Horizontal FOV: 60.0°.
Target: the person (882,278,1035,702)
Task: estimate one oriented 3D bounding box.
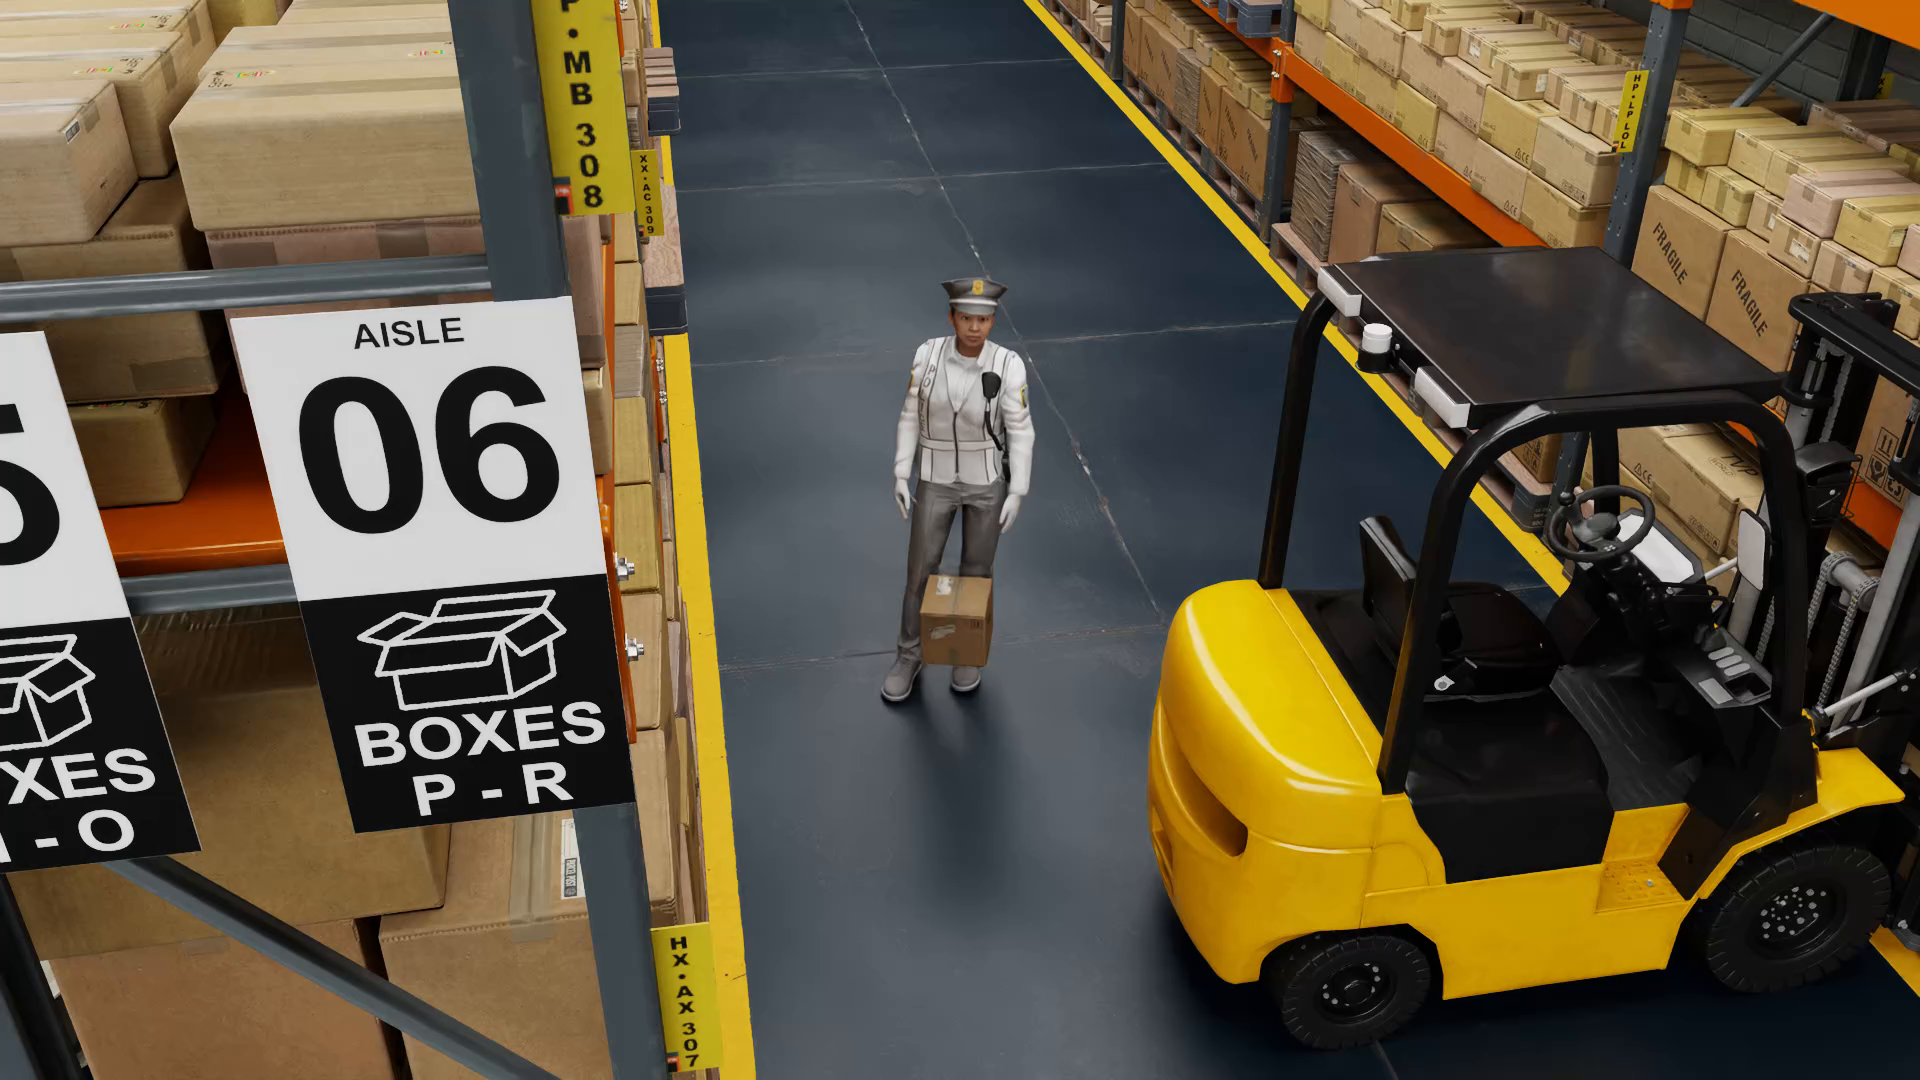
[{"bbox_3d":[-0.007,-0.192,6.403,0.564,1.696,0.540,4,31,7],"label":"person"}]
